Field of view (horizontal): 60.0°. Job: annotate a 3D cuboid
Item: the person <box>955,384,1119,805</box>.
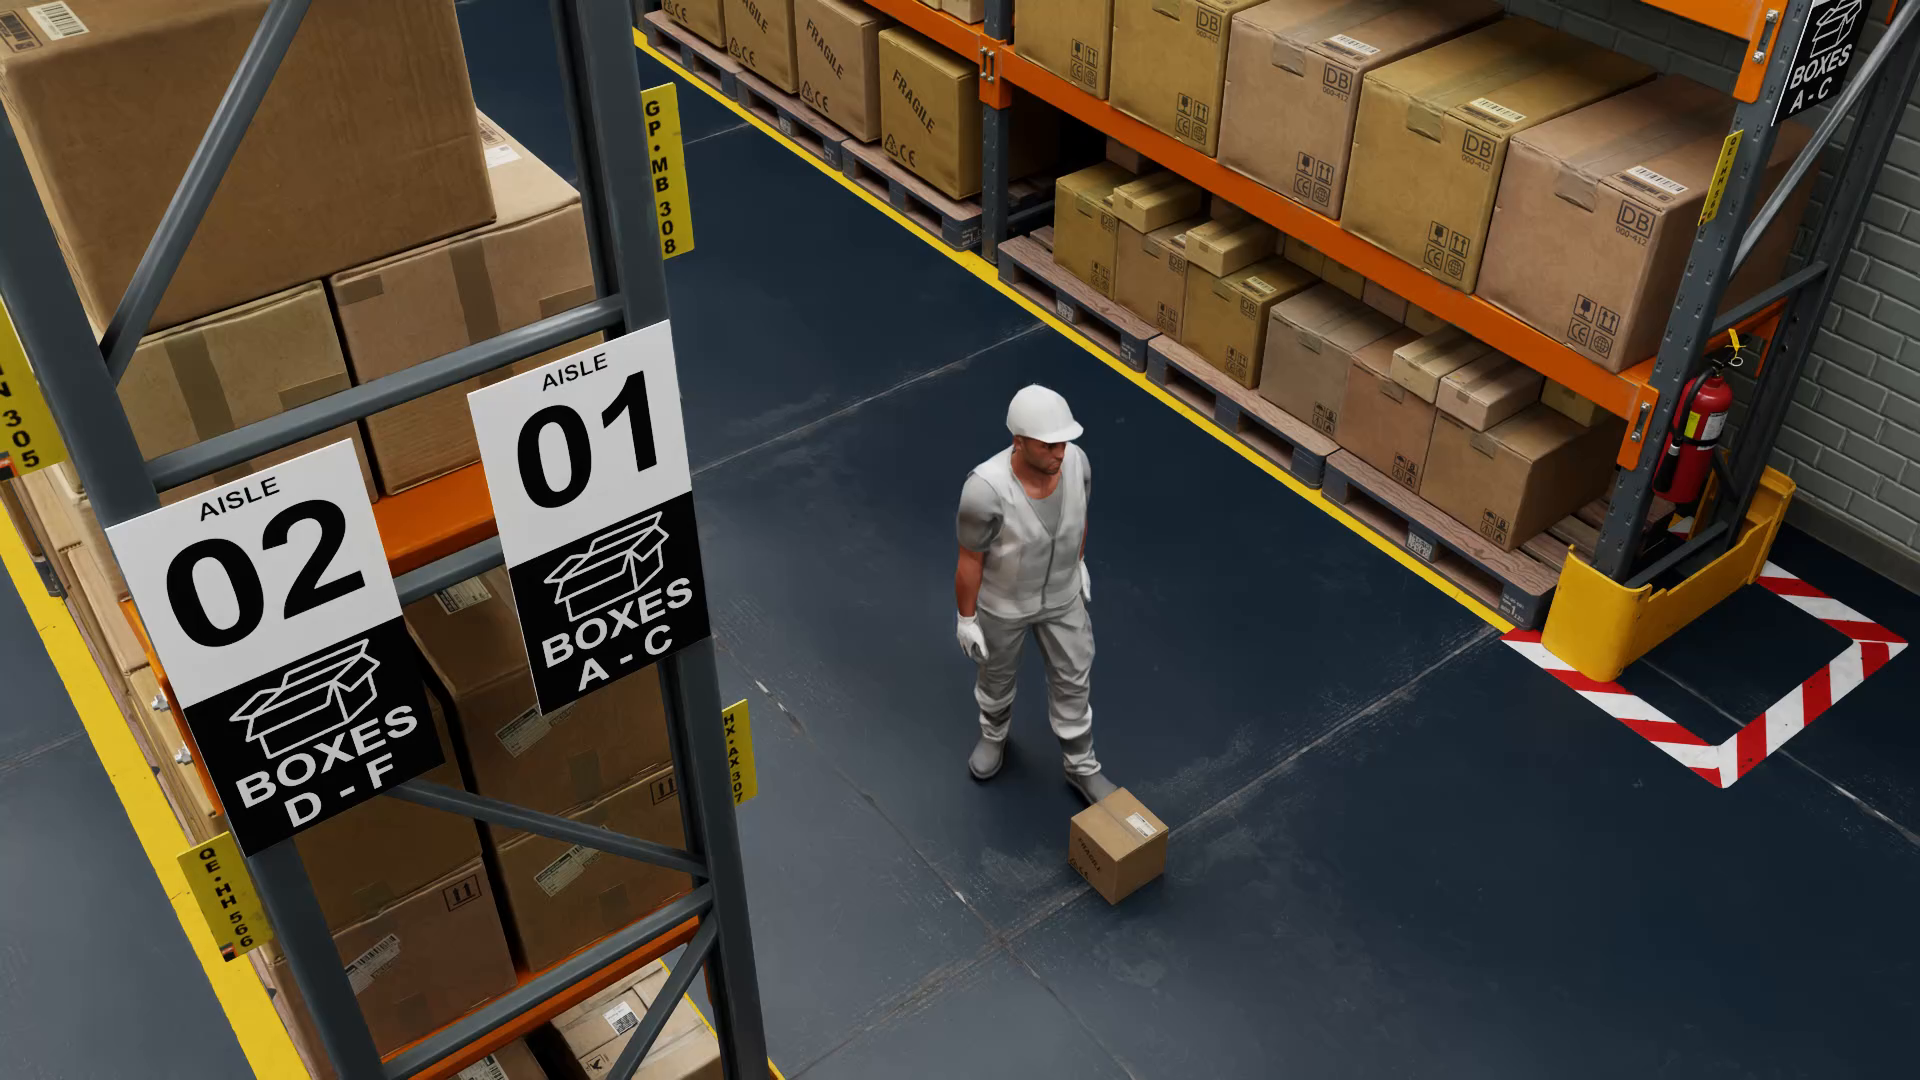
[{"bbox_3d":[0.266,0.244,5.836,0.579,1.779,0.624,-16,42,-18],"label":"person"}]
